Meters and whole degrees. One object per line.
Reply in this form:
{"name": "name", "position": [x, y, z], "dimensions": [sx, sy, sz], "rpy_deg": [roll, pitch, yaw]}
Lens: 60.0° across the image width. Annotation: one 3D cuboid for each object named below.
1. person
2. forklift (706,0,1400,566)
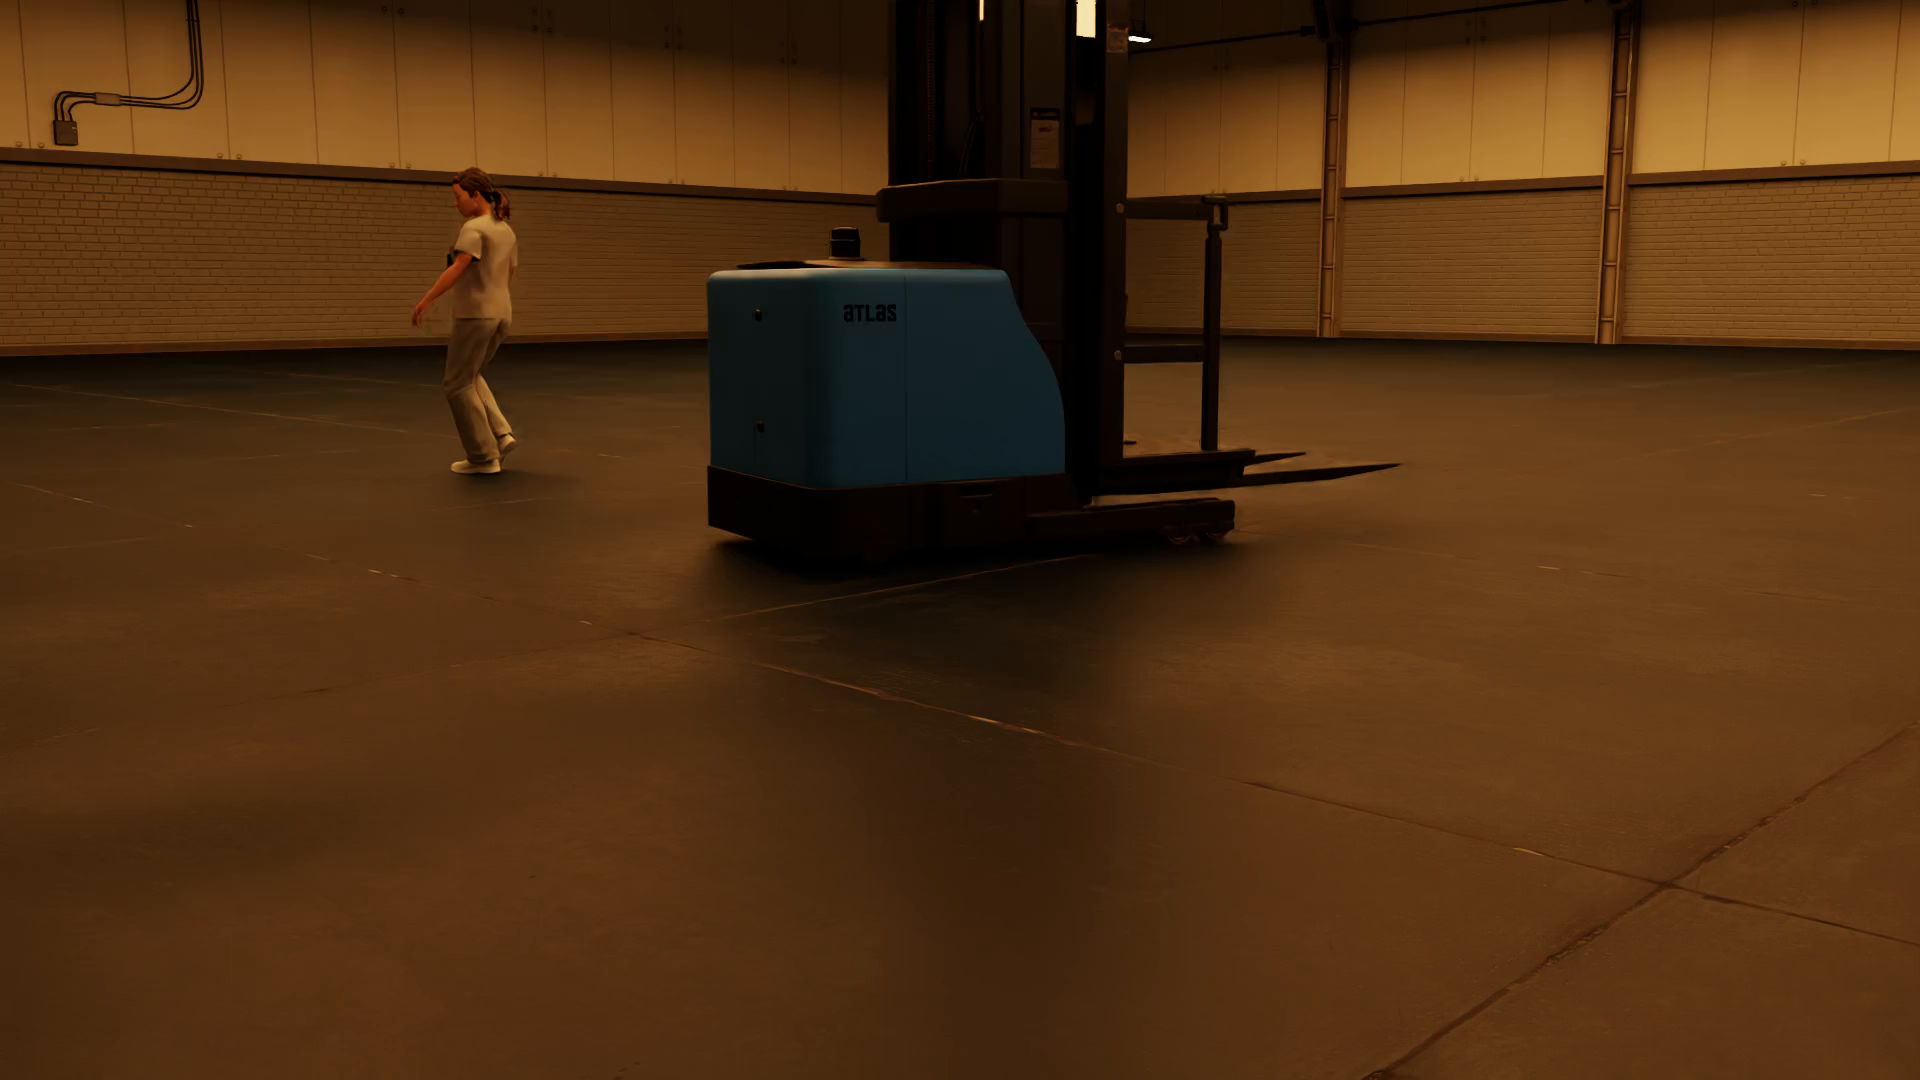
{"name": "person", "position": [-2.661, -1.174, 9.027], "dimensions": [0.480, 1.665, 0.713], "rpy_deg": [3, 9, 19]}
{"name": "forklift", "position": [0.520, -1.497, 6.814], "dimensions": [3.031, 2.935, 1.130], "rpy_deg": [-5, 10, -31]}
